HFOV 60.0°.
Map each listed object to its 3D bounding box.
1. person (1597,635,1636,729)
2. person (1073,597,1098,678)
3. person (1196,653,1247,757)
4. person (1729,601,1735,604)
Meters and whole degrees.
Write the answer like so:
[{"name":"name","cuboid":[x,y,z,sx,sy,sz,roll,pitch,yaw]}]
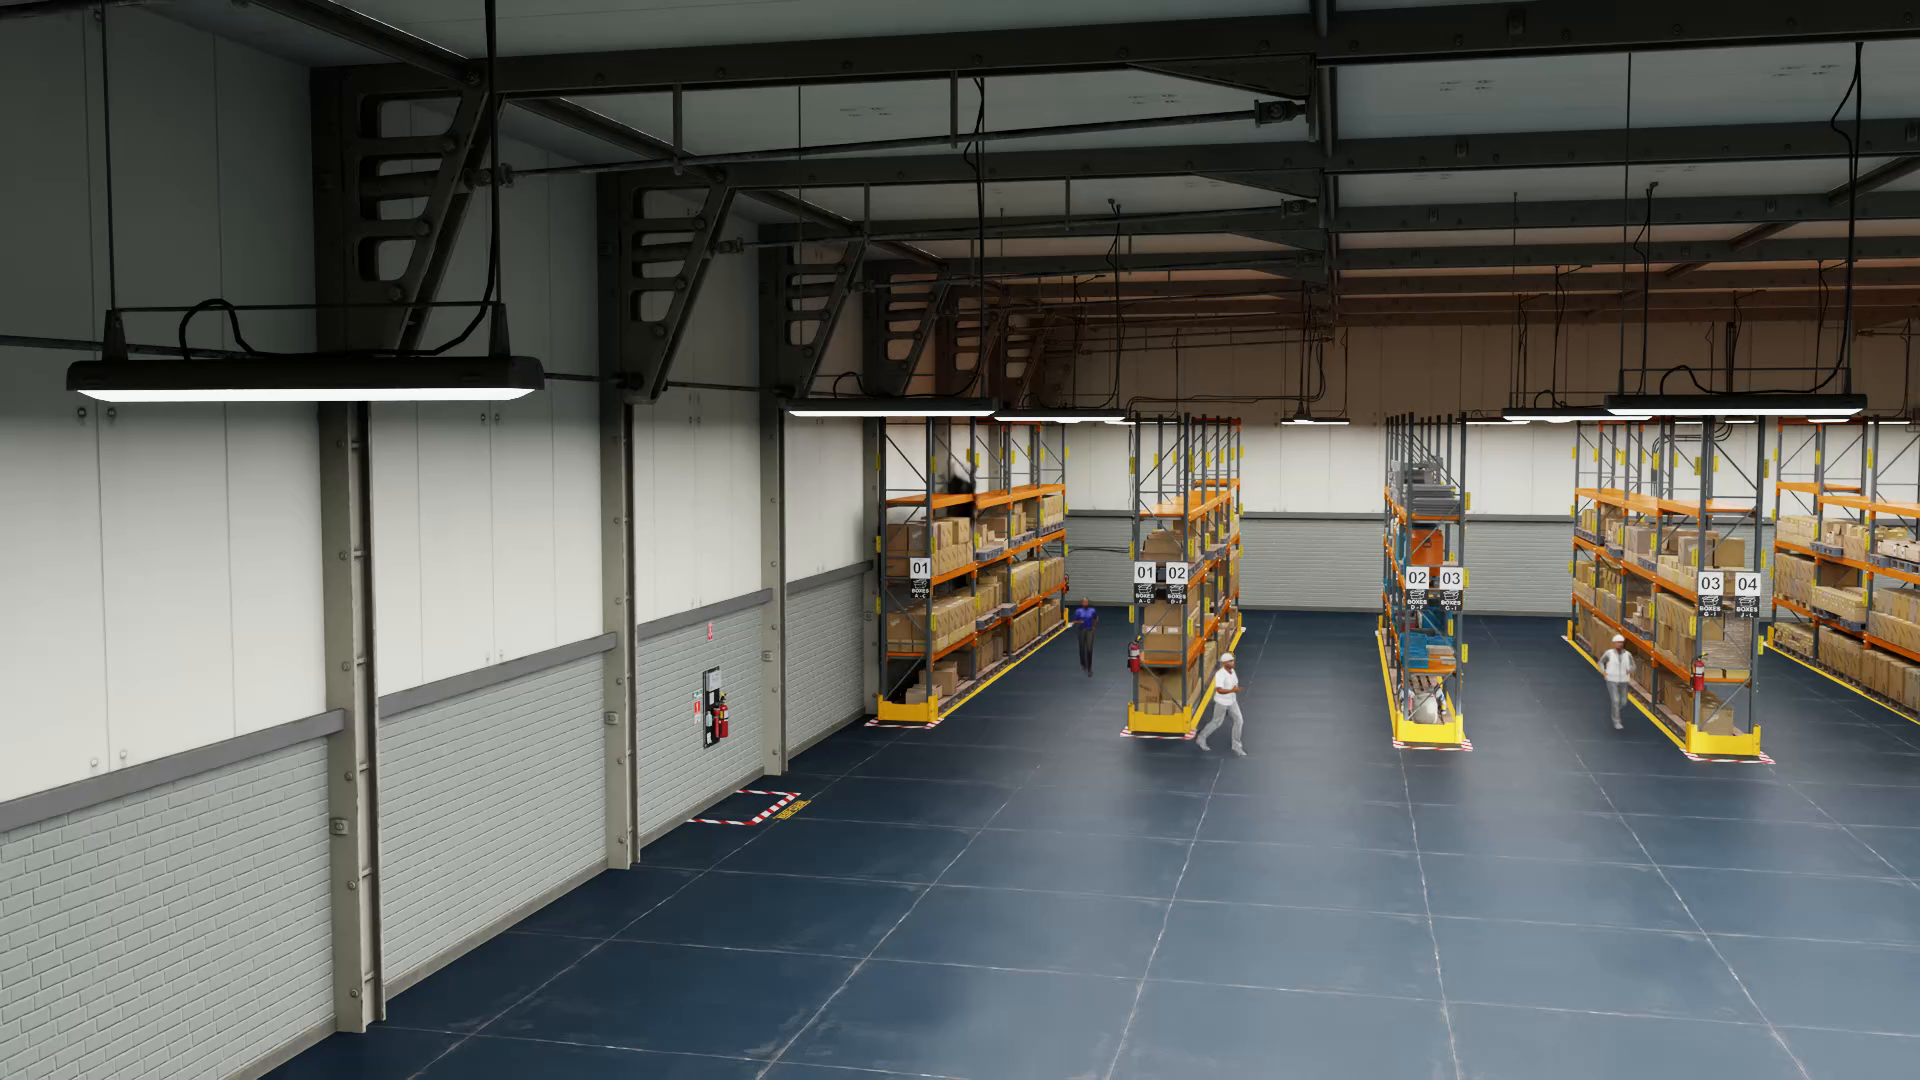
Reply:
[{"name":"person","cuboid":[12.568,2.688,31.785,0.676,1.761,0.802,0,4,4]},{"name":"person","cuboid":[2.791,2.144,36.822,0.558,1.764,0.679,0,4,2]},{"name":"person","cuboid":[4.610,2.871,29.132,0.909,1.813,0.713,3,5,41]},{"name":"person","cuboid":[19.532,2.041,41.625,0.677,1.759,0.755,1,4,15]}]
